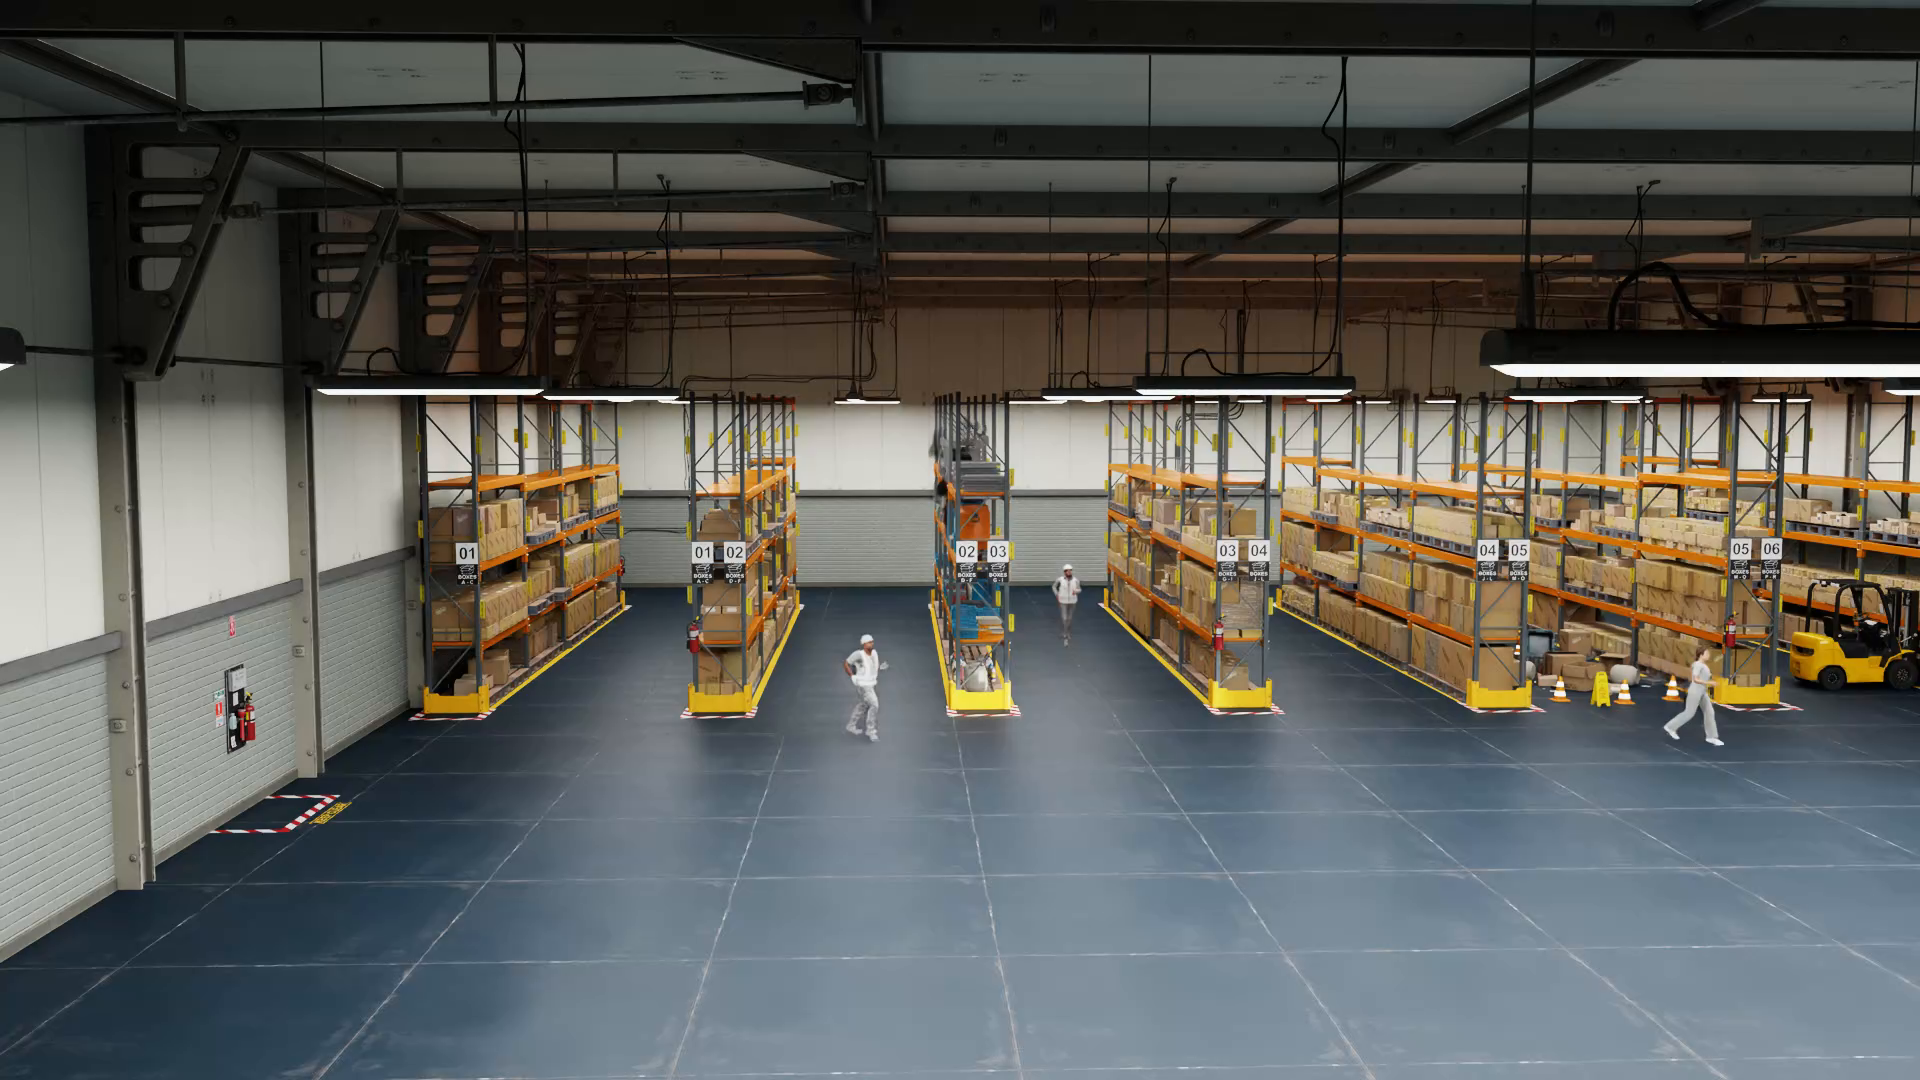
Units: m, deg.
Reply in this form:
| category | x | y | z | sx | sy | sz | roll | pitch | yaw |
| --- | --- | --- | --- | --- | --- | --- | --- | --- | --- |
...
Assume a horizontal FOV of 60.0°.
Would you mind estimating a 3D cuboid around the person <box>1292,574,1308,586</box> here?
| category | x | y | z | sx | sy | sz | roll | pitch | yaw |
| --- | --- | --- | --- | --- | --- | --- | --- | --- | --- |
| person | 10.044 | 0.977 | 48.838 | 0.780 | 1.660 | 0.575 | 2 | 5 | 25 |

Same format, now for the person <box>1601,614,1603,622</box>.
| category | x | y | z | sx | sy | sz | roll | pitch | yaw |
| --- | --- | --- | --- | --- | --- | --- | --- | --- | --- |
| person | 16.415 | 1.441 | 42.689 | 0.655 | 1.753 | 0.699 | 0 | 5 | -5 |

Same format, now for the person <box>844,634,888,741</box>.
| category | x | y | z | sx | sy | sz | roll | pitch | yaw |
| --- | --- | --- | --- | --- | --- | --- | --- | --- | --- |
| person | -1.618 | 2.546 | 28.731 | 0.786 | 1.852 | 0.645 | 2 | 5 | 26 |

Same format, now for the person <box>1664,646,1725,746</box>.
| category | x | y | z | sx | sy | sz | roll | pitch | yaw |
| --- | --- | --- | --- | --- | --- | --- | --- | --- | --- |
| person | 12.473 | 2.619 | 28.198 | 0.967 | 1.668 | 0.539 | 4 | 6 | 42 |

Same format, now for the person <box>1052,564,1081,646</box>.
| category | x | y | z | sx | sy | sz | roll | pitch | yaw |
| --- | --- | --- | --- | --- | --- | --- | --- | --- | --- |
| person | 2.487 | 1.491 | 38.407 | 0.648 | 1.864 | 0.682 | -1 | 5 | -10 |
